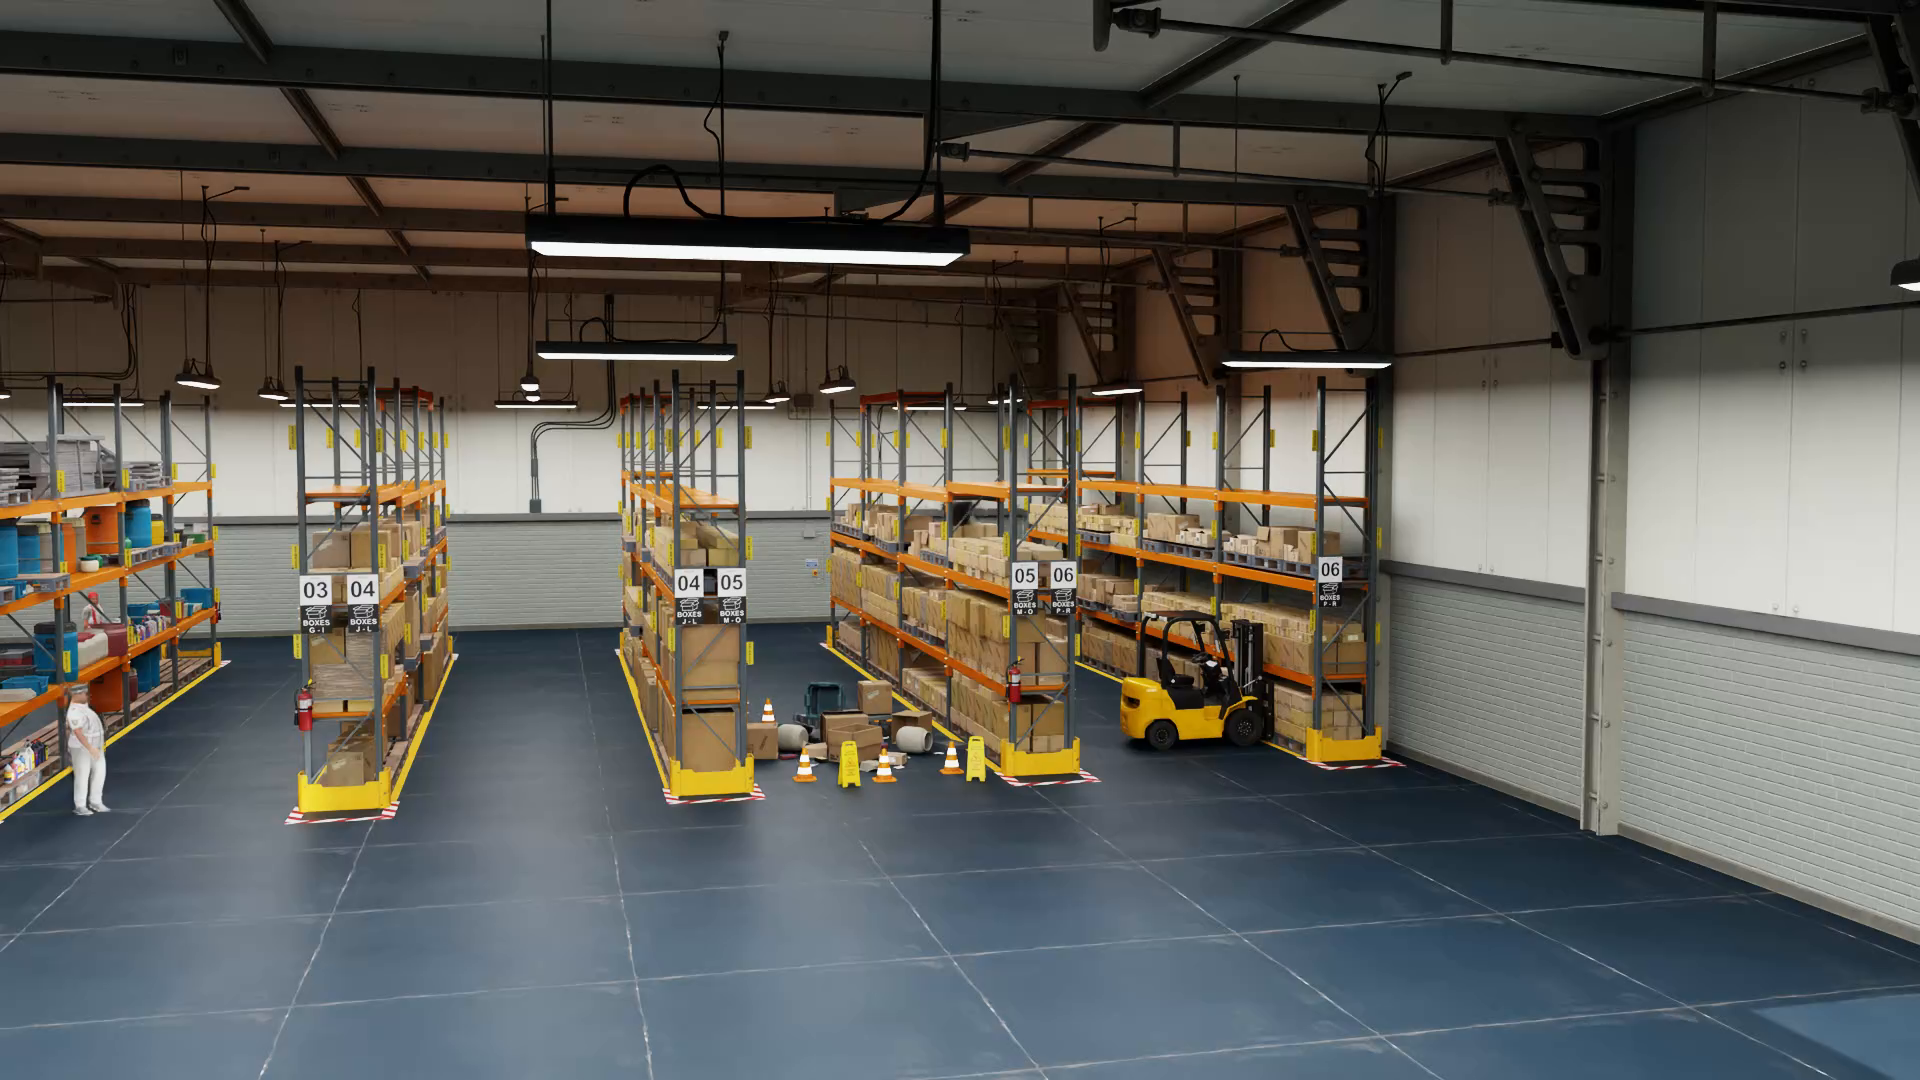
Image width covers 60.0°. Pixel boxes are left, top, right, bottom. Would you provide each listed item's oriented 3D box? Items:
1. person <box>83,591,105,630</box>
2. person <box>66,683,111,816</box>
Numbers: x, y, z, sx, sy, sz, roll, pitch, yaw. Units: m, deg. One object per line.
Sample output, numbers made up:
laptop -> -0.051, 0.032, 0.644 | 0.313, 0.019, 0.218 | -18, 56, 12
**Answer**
person -> -18.402, 1.991, 35.466 | 0.453, 1.799, 0.576 | 0, 3, -4
person -> -11.685, 2.816, 22.301 | 0.657, 1.796, 0.590 | 1, 3, 12
